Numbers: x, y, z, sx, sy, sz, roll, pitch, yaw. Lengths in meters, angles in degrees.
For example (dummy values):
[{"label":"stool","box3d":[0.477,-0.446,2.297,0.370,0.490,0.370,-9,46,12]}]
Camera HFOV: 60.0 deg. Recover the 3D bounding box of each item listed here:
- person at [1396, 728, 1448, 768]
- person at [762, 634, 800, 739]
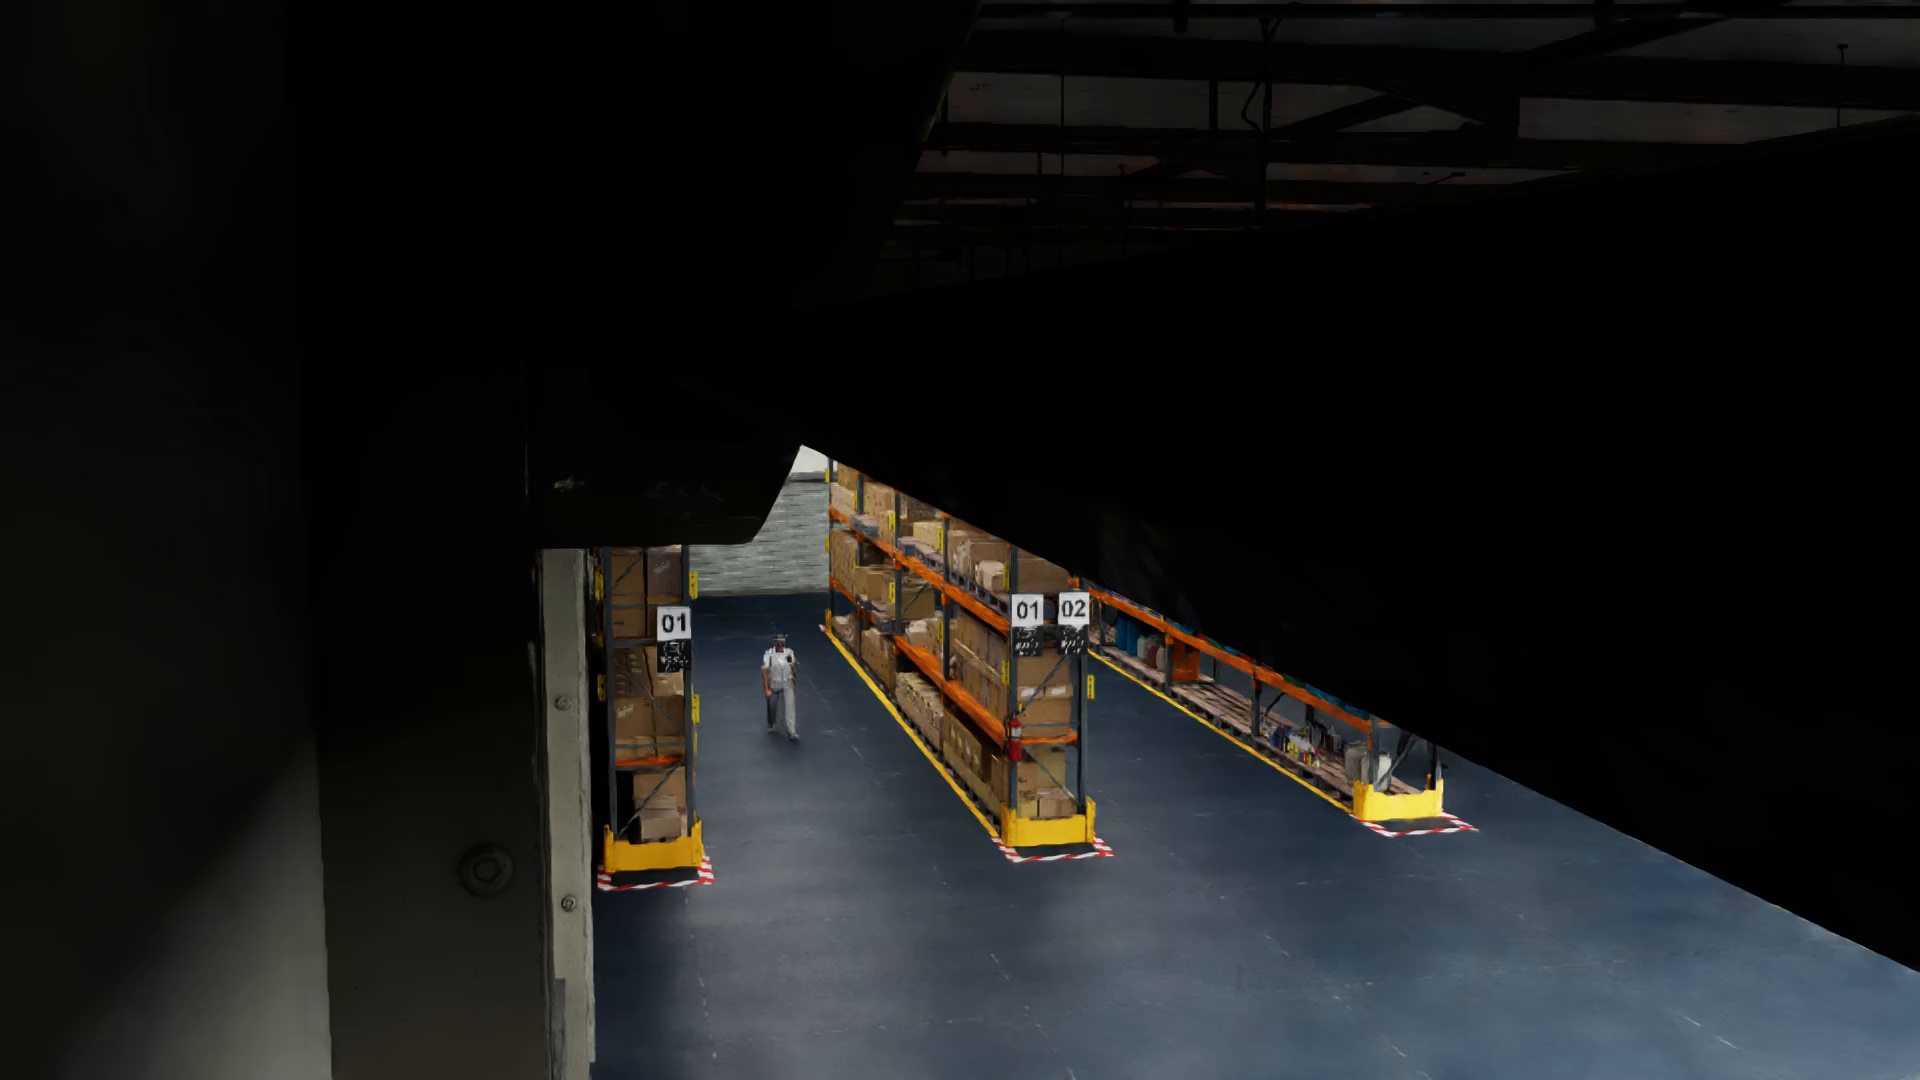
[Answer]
[{"label":"person","box3d":[6.890,2.549,24.927,0.543,1.648,1.115,-1,7,-10]},{"label":"person","box3d":[-2.896,2.313,26.685,0.547,1.672,1.115,-2,7,-14]}]
